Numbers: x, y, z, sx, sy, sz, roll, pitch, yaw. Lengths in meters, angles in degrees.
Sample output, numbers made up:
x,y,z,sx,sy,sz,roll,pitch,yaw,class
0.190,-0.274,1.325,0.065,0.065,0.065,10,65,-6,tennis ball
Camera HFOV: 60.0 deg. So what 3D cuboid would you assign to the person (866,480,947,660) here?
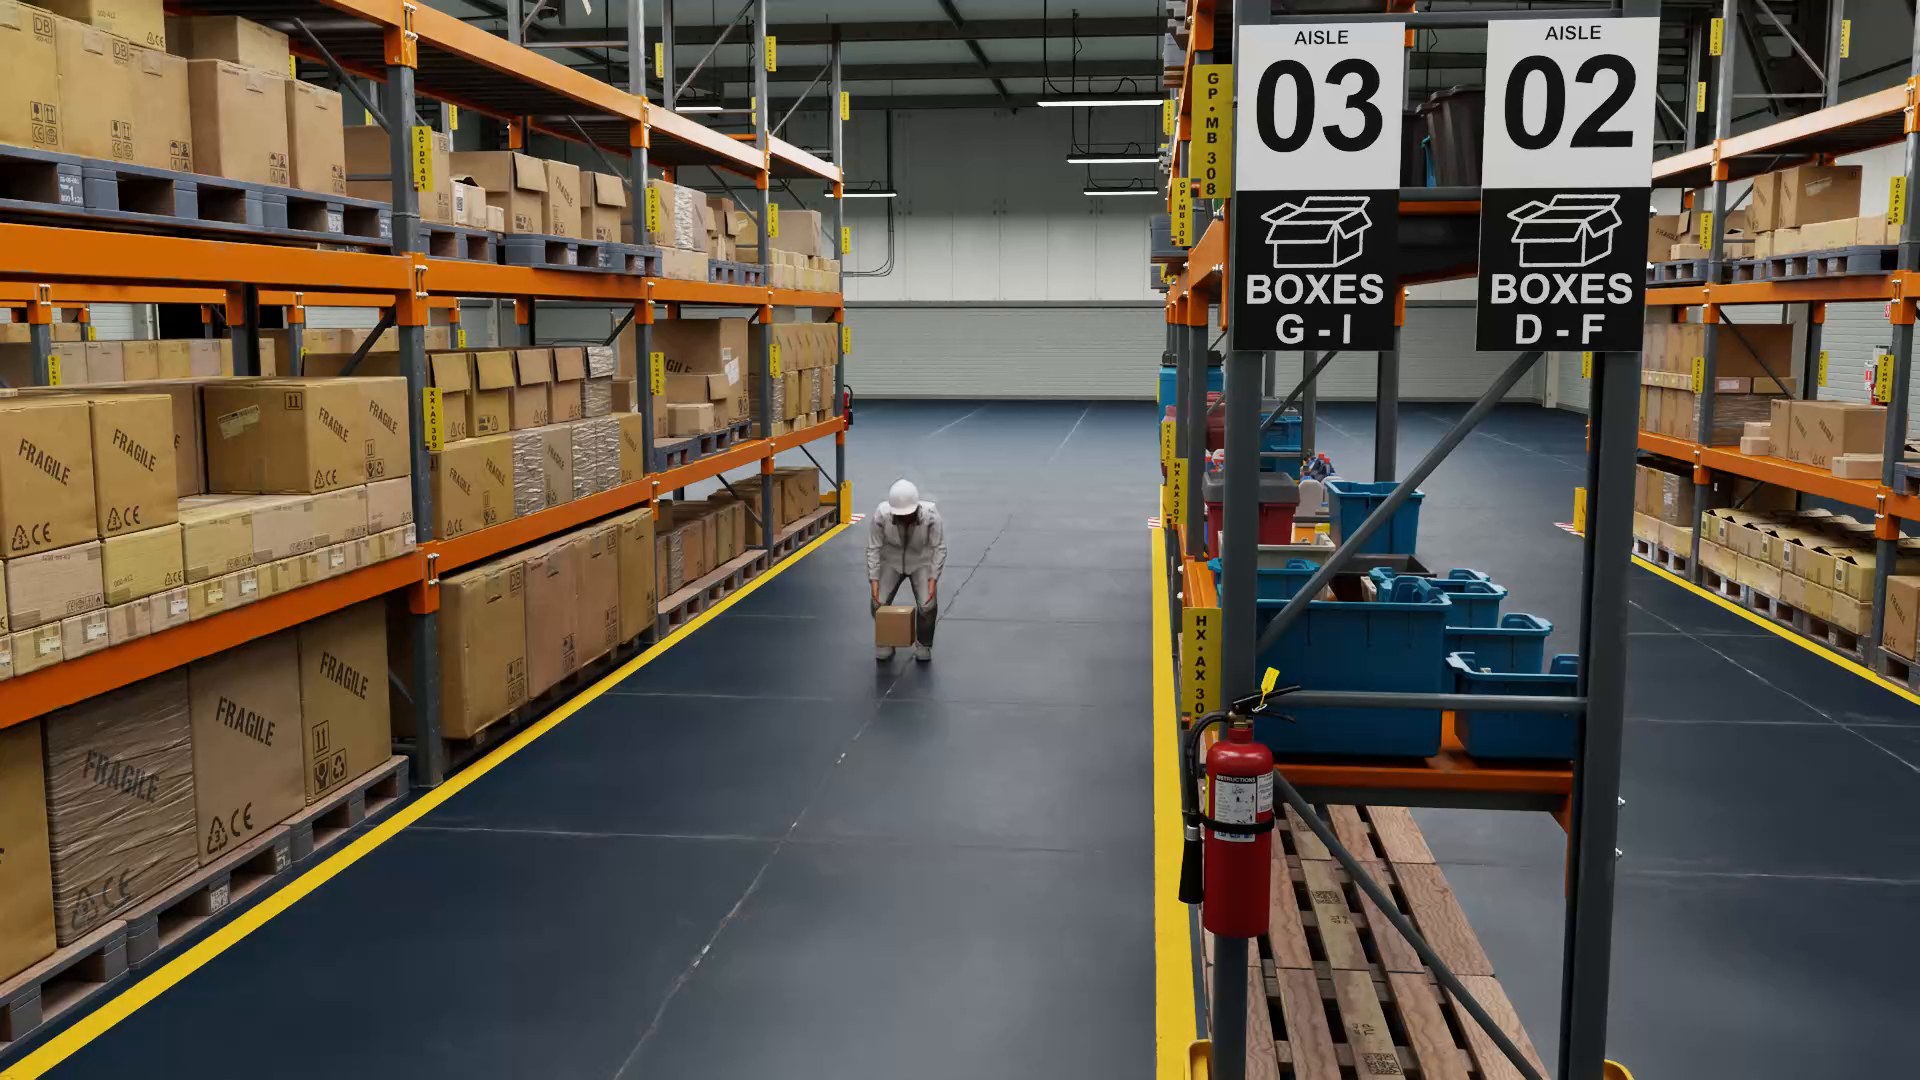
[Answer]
x,y,z,sx,sy,sz,roll,pitch,yaw,class
-0.378,0.212,12.171,0.589,1.363,0.797,1,8,6,person
